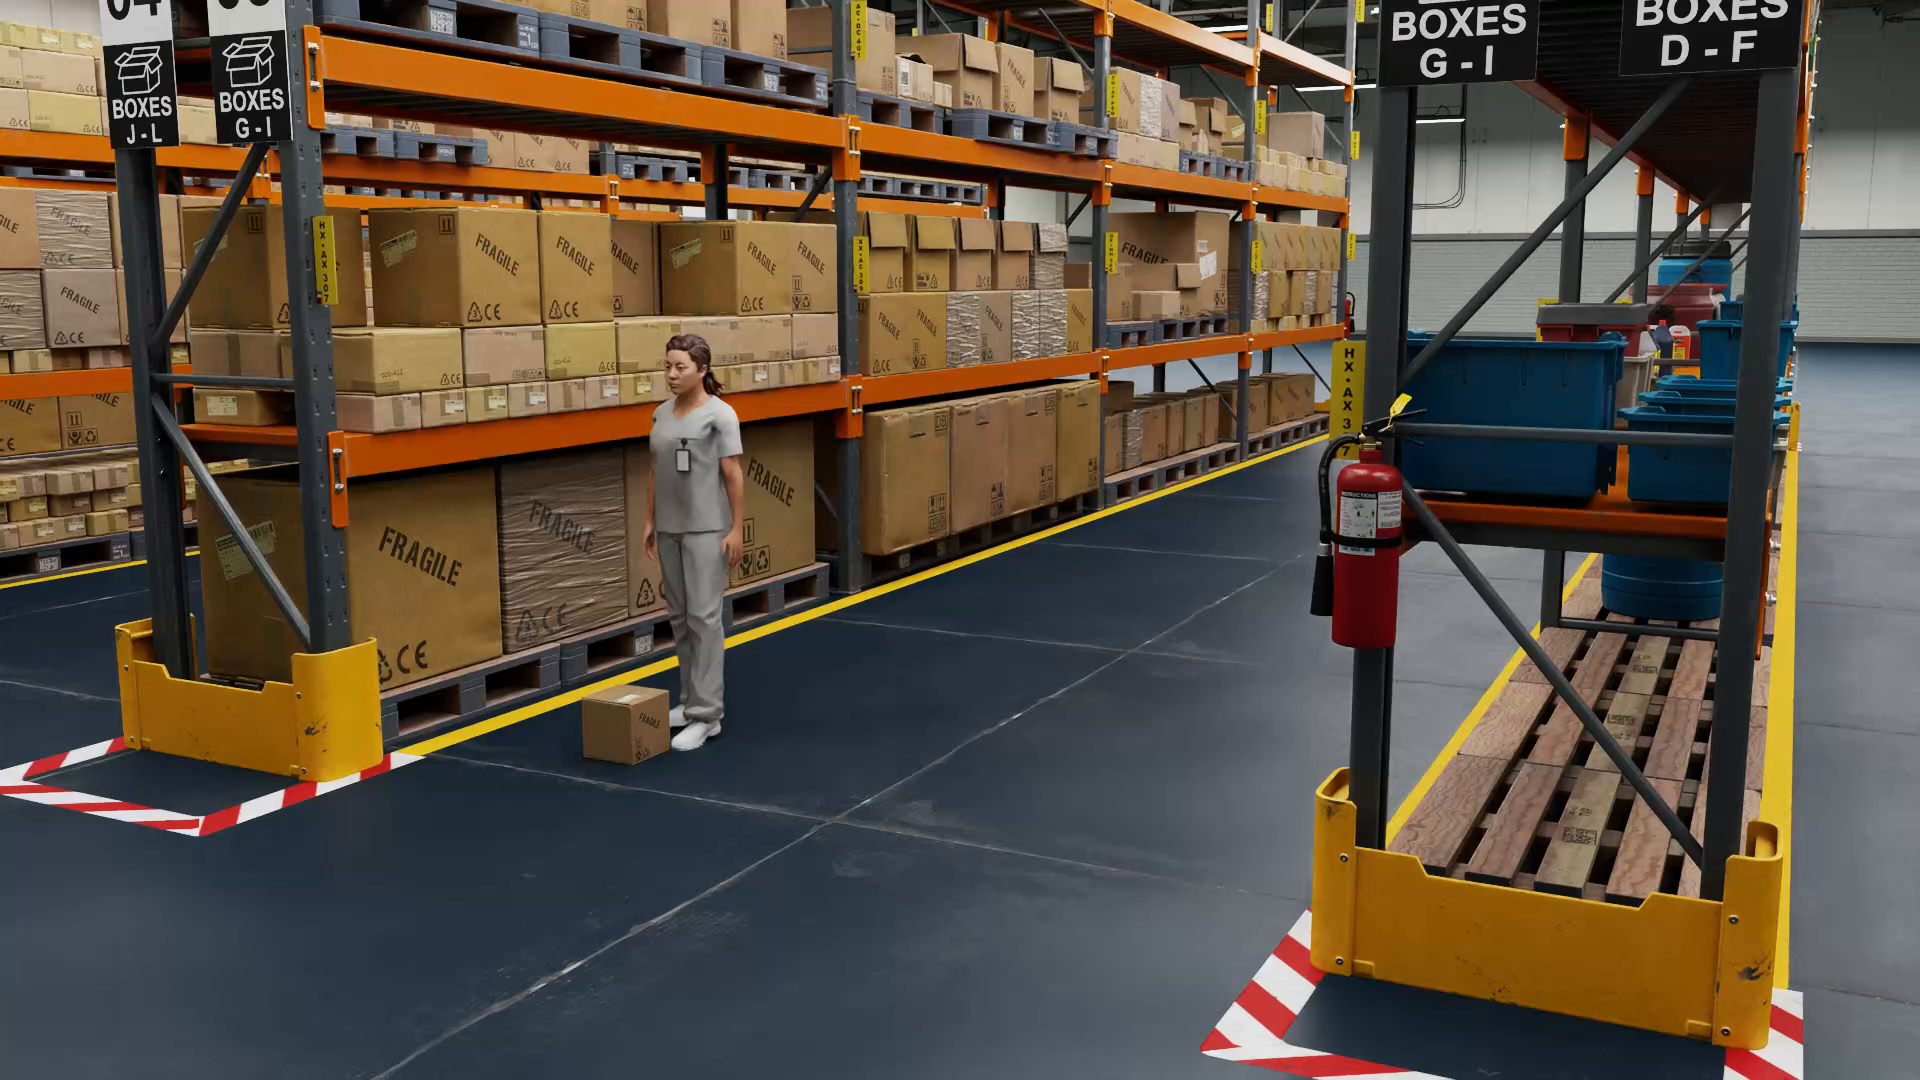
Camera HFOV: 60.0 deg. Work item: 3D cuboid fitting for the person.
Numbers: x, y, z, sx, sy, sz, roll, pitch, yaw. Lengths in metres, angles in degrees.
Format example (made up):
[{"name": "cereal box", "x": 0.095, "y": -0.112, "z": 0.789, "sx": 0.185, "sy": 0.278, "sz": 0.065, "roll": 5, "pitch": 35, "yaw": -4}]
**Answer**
[{"name": "person", "x": -1.181, "y": -0.016, "z": 6.959, "sx": 0.474, "sy": 1.683, "sz": 0.528, "roll": 6, "pitch": 11, "yaw": 31}]
